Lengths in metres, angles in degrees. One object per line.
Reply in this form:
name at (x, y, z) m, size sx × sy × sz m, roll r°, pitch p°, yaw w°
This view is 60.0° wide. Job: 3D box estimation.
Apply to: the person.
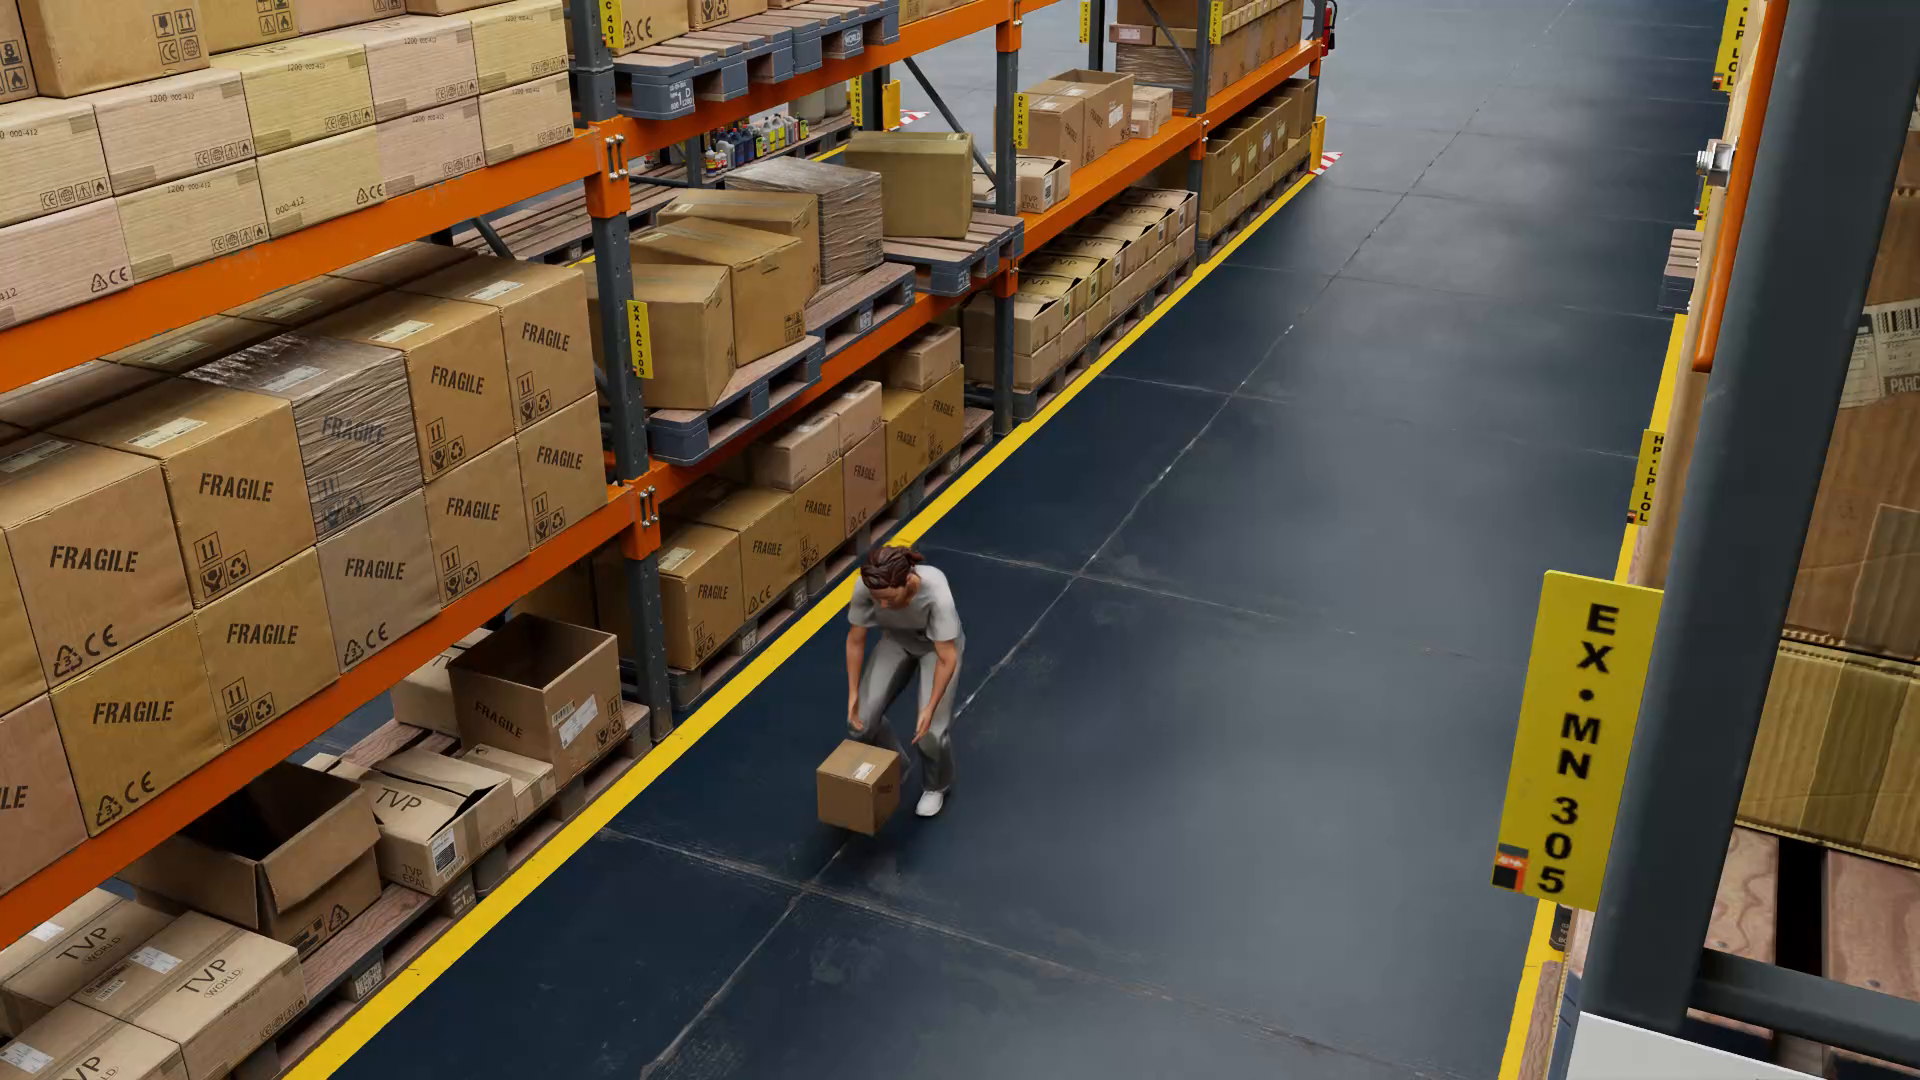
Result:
person at (-0.201, 0.540, 6.911) m, size 0.491 × 1.335 × 0.665 m, roll 11°, pitch 28°, yaw 22°
